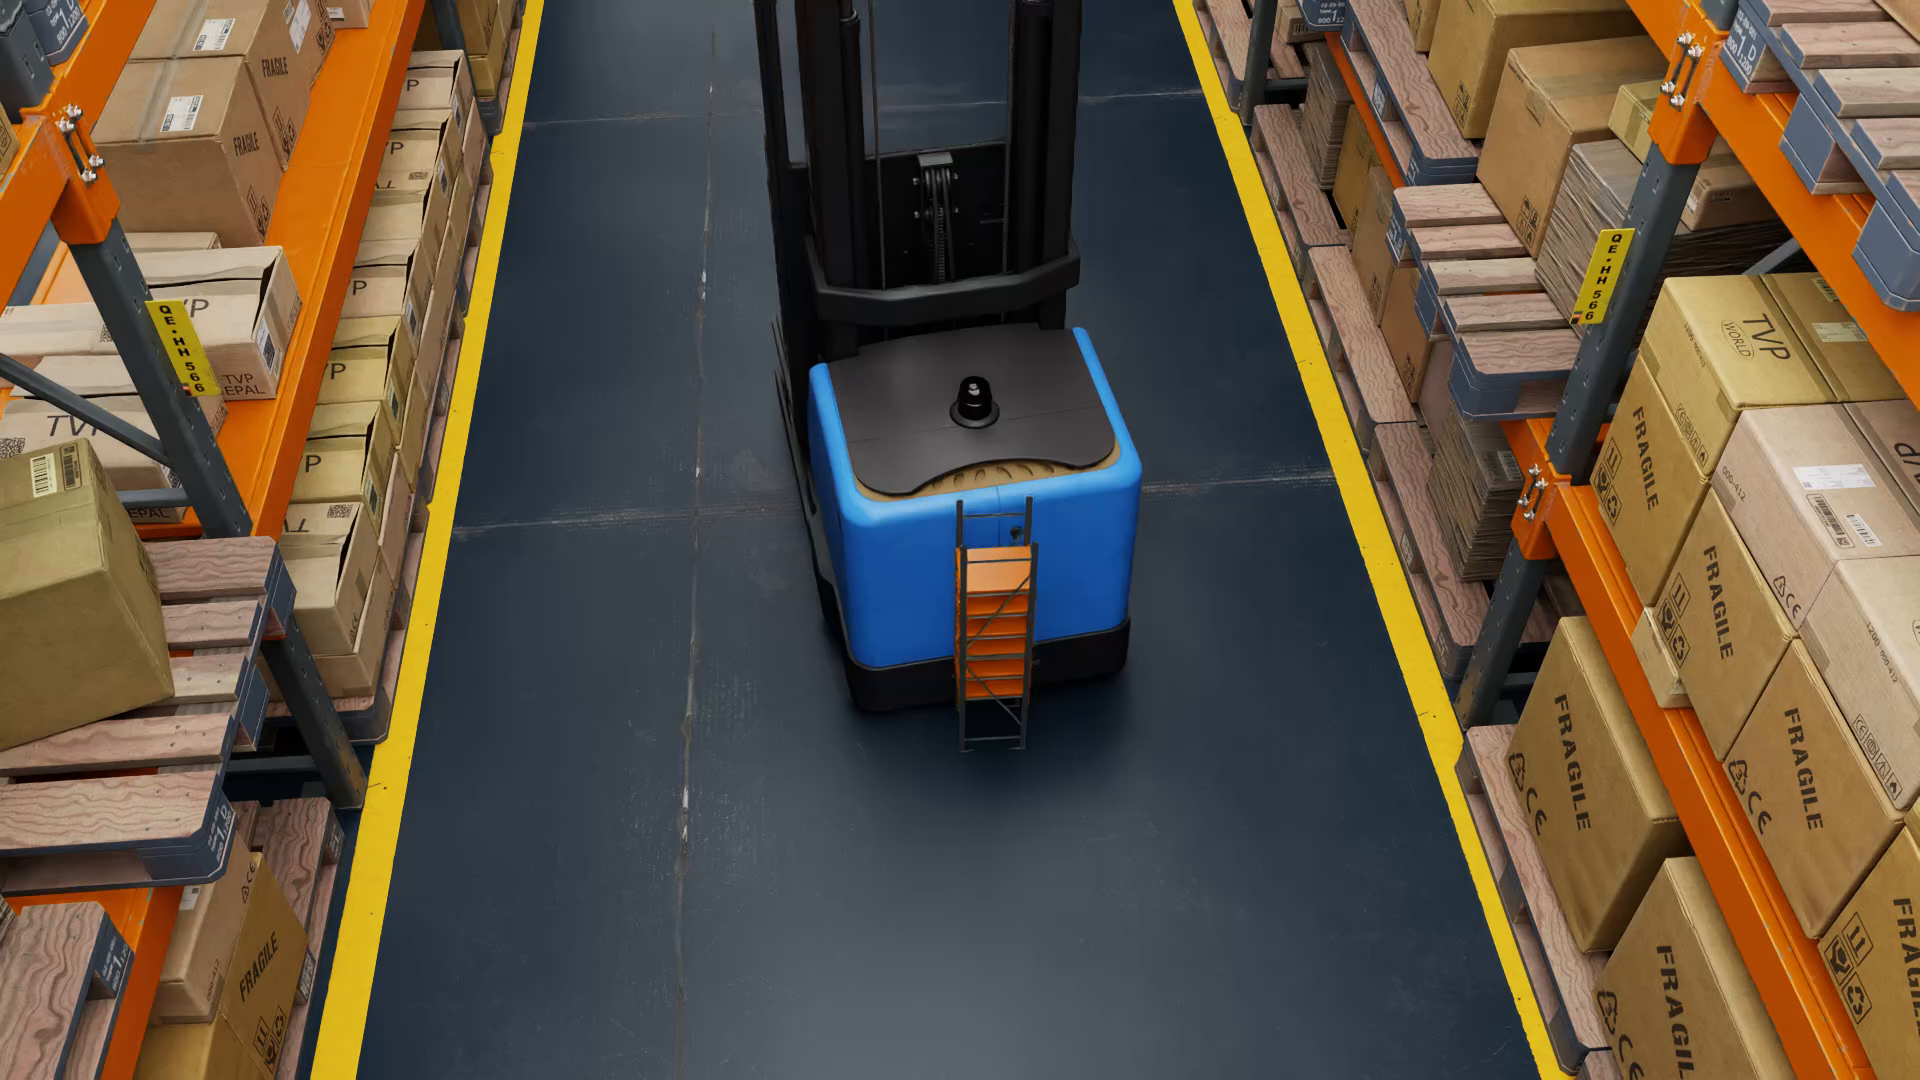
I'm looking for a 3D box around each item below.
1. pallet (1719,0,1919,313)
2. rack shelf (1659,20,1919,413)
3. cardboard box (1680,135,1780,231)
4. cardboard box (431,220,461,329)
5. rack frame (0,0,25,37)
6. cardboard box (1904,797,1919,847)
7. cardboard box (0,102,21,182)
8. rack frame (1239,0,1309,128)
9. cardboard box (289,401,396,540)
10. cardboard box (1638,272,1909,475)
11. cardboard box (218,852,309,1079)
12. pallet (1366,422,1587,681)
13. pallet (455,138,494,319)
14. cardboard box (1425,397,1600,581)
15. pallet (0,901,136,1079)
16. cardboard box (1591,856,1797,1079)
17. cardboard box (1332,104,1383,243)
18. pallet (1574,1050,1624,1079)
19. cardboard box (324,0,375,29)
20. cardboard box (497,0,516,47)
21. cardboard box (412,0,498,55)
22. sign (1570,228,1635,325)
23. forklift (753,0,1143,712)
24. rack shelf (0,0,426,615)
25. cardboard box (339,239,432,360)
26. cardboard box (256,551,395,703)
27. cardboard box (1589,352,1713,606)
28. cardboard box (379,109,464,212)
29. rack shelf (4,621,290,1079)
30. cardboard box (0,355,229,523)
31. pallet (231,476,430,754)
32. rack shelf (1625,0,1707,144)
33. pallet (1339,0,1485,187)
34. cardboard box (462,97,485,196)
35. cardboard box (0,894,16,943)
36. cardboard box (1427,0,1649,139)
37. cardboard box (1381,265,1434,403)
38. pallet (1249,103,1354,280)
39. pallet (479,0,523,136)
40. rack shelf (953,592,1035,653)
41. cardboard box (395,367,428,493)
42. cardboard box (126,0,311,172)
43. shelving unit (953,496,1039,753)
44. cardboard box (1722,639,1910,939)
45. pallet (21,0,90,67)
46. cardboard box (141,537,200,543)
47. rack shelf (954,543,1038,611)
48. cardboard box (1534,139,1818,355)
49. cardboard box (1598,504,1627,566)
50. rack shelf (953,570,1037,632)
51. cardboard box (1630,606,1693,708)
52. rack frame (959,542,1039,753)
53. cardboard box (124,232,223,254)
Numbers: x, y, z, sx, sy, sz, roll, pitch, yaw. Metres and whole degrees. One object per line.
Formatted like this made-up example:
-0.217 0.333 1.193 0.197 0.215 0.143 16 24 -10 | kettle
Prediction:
2.437 -0.904 3.604 1.213 0.211 1.003 -2 47 -1 | pallet
2.498 0.263 2.864 1.077 0.370 4.000 -3 47 -3 | rack shelf
2.272 -1.056 4.866 0.380 0.149 0.250 -9 47 -8 | cardboard box
-2.533 -1.170 7.397 0.500 0.250 0.500 -3 47 -2 | cardboard box
-2.605 -2.159 2.597 1.000 3.000 0.127 -3 47 -3 | rack frame
2.252 0.662 3.253 0.500 0.250 0.500 -4 47 -4 | cardboard box
-2.535 -0.848 3.353 0.910 0.500 0.500 -3 47 -3 | cardboard box
1.996 -3.294 7.804 1.000 3.000 0.127 -3 47 -3 | rack frame
-2.409 -0.264 6.153 0.500 0.311 0.500 -5 47 -4 | cardboard box
2.114 -0.436 4.293 0.500 0.250 0.500 -2 47 -2 | cardboard box
-2.293 1.275 4.896 0.500 0.500 0.500 -2 47 -2 | cardboard box
2.267 -0.006 6.611 1.003 0.211 1.213 -3 47 -3 | pallet
-2.840 -1.501 8.026 1.003 0.211 1.213 -3 47 -3 | pallet
2.218 -0.209 6.301 0.700 0.500 0.500 -3 47 -3 | cardboard box
-2.438 1.377 3.512 1.003 0.211 1.213 -3 47 -3 | pallet
2.328 1.369 4.579 0.750 0.750 0.750 -4 47 -3 | cardboard box
2.167 -1.683 7.697 0.700 0.500 0.500 -4 47 -4 | cardboard box
2.421 2.015 4.697 1.003 0.211 1.213 -3 47 -3 | pallet
-2.684 -2.319 6.973 0.396 0.266 0.258 -5 47 -4 | cardboard box
-2.714 -2.905 9.040 0.500 0.250 0.500 -3 47 -3 | cardboard box
-2.667 -2.801 8.425 0.500 0.500 0.500 -3 47 -3 | cardboard box
1.791 -0.731 4.633 0.100 0.325 0.005 -3 47 -3 | sign
-0.185 -1.473 6.127 1.130 2.935 3.031 -9 47 -8 | forklift
-2.773 -1.296 6.407 1.077 0.370 4.000 -3 47 -3 | rack shelf
-2.493 -1.005 6.854 0.500 0.311 0.500 -4 47 -4 | cardboard box
-2.357 0.308 5.997 0.500 0.250 0.500 -4 47 -3 | cardboard box
2.116 -0.176 4.564 0.500 0.500 0.500 -2 47 -2 | cardboard box
-2.571 -1.730 7.541 0.500 0.311 0.500 -2 47 -2 | cardboard box
-2.438 1.598 3.666 1.077 0.370 4.000 -3 47 -3 | rack shelf
-2.592 -0.331 5.059 0.500 0.311 0.500 -1 47 -1 | cardboard box
-2.635 0.265 6.354 1.003 0.211 1.213 -3 47 -3 | pallet
2.163 -2.631 5.605 1.077 0.370 4.000 -3 47 -3 | rack shelf
2.124 -1.764 6.486 1.003 0.211 1.213 -3 47 -3 | pallet
-2.617 -1.907 8.094 0.500 0.250 0.500 -4 47 -4 | cardboard box
-2.554 0.847 3.524 0.700 0.500 0.500 4 47 4 | cardboard box
2.155 -1.825 6.041 0.700 0.500 0.500 -3 47 -3 | cardboard box
2.221 -0.947 6.999 0.700 0.500 0.500 -4 47 -4 | cardboard box
2.062 -1.772 8.283 1.003 0.211 1.213 -3 47 -3 | pallet
-2.965 -2.609 9.076 1.003 0.211 1.213 -3 47 -3 | pallet
0.113 0.269 5.556 0.258 0.103 0.180 -3 51 -3 | rack shelf
-2.449 -0.431 6.697 0.500 0.250 0.500 -5 47 -4 | cardboard box
-2.806 -1.724 6.248 0.500 0.500 0.500 -3 47 -3 | cardboard box
0.113 0.317 5.615 0.258 1.200 0.189 -3 51 -3 | shelving unit
2.191 0.562 3.864 0.500 0.500 0.500 -4 47 -3 | cardboard box
-2.751 -1.548 4.214 1.213 0.211 1.003 -2 47 -1 | pallet
-2.895 0.148 5.762 0.500 0.311 0.500 -2 47 -2 | cardboard box
0.114 0.119 5.369 0.258 0.103 0.180 -3 51 -3 | rack shelf
2.281 -0.925 5.188 0.700 0.500 0.500 -8 47 -8 | cardboard box
2.127 -0.068 4.908 0.380 0.149 0.250 -4 47 -4 | cardboard box
0.113 0.194 5.462 0.258 0.103 0.180 -3 51 -3 | rack shelf
2.078 0.312 4.548 0.380 0.149 0.250 -2 47 -2 | cardboard box
0.119 0.388 5.558 0.240 1.200 0.006 -3 51 -3 | rack frame
-2.768 -0.929 5.737 0.380 0.149 0.250 0 47 0 | cardboard box
